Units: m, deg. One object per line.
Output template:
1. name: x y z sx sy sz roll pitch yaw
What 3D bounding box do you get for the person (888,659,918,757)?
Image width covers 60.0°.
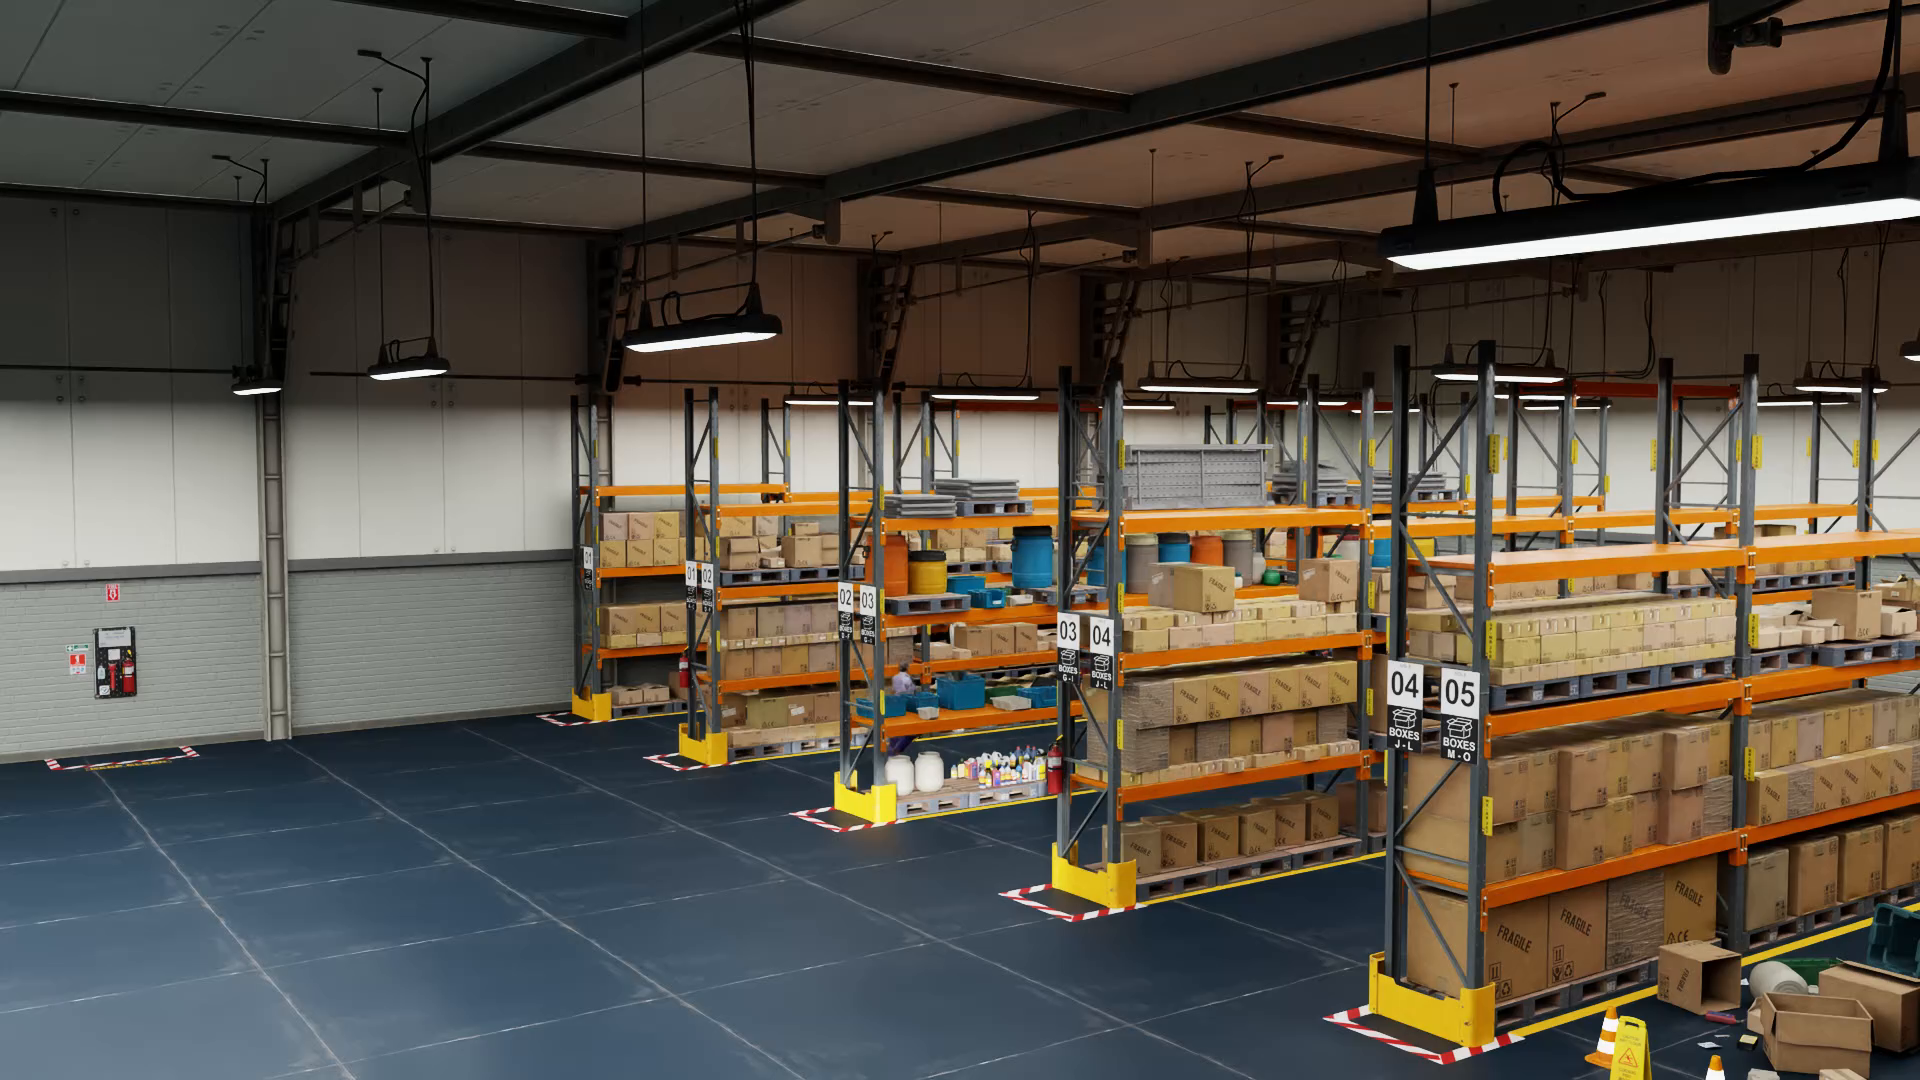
1. person: -0.933 2.740 26.676 0.457 1.622 0.522 -1 4 -23

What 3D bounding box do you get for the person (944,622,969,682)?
1. person: -0.053 2.129 33.402 0.622 1.559 0.538 -2 4 -32
